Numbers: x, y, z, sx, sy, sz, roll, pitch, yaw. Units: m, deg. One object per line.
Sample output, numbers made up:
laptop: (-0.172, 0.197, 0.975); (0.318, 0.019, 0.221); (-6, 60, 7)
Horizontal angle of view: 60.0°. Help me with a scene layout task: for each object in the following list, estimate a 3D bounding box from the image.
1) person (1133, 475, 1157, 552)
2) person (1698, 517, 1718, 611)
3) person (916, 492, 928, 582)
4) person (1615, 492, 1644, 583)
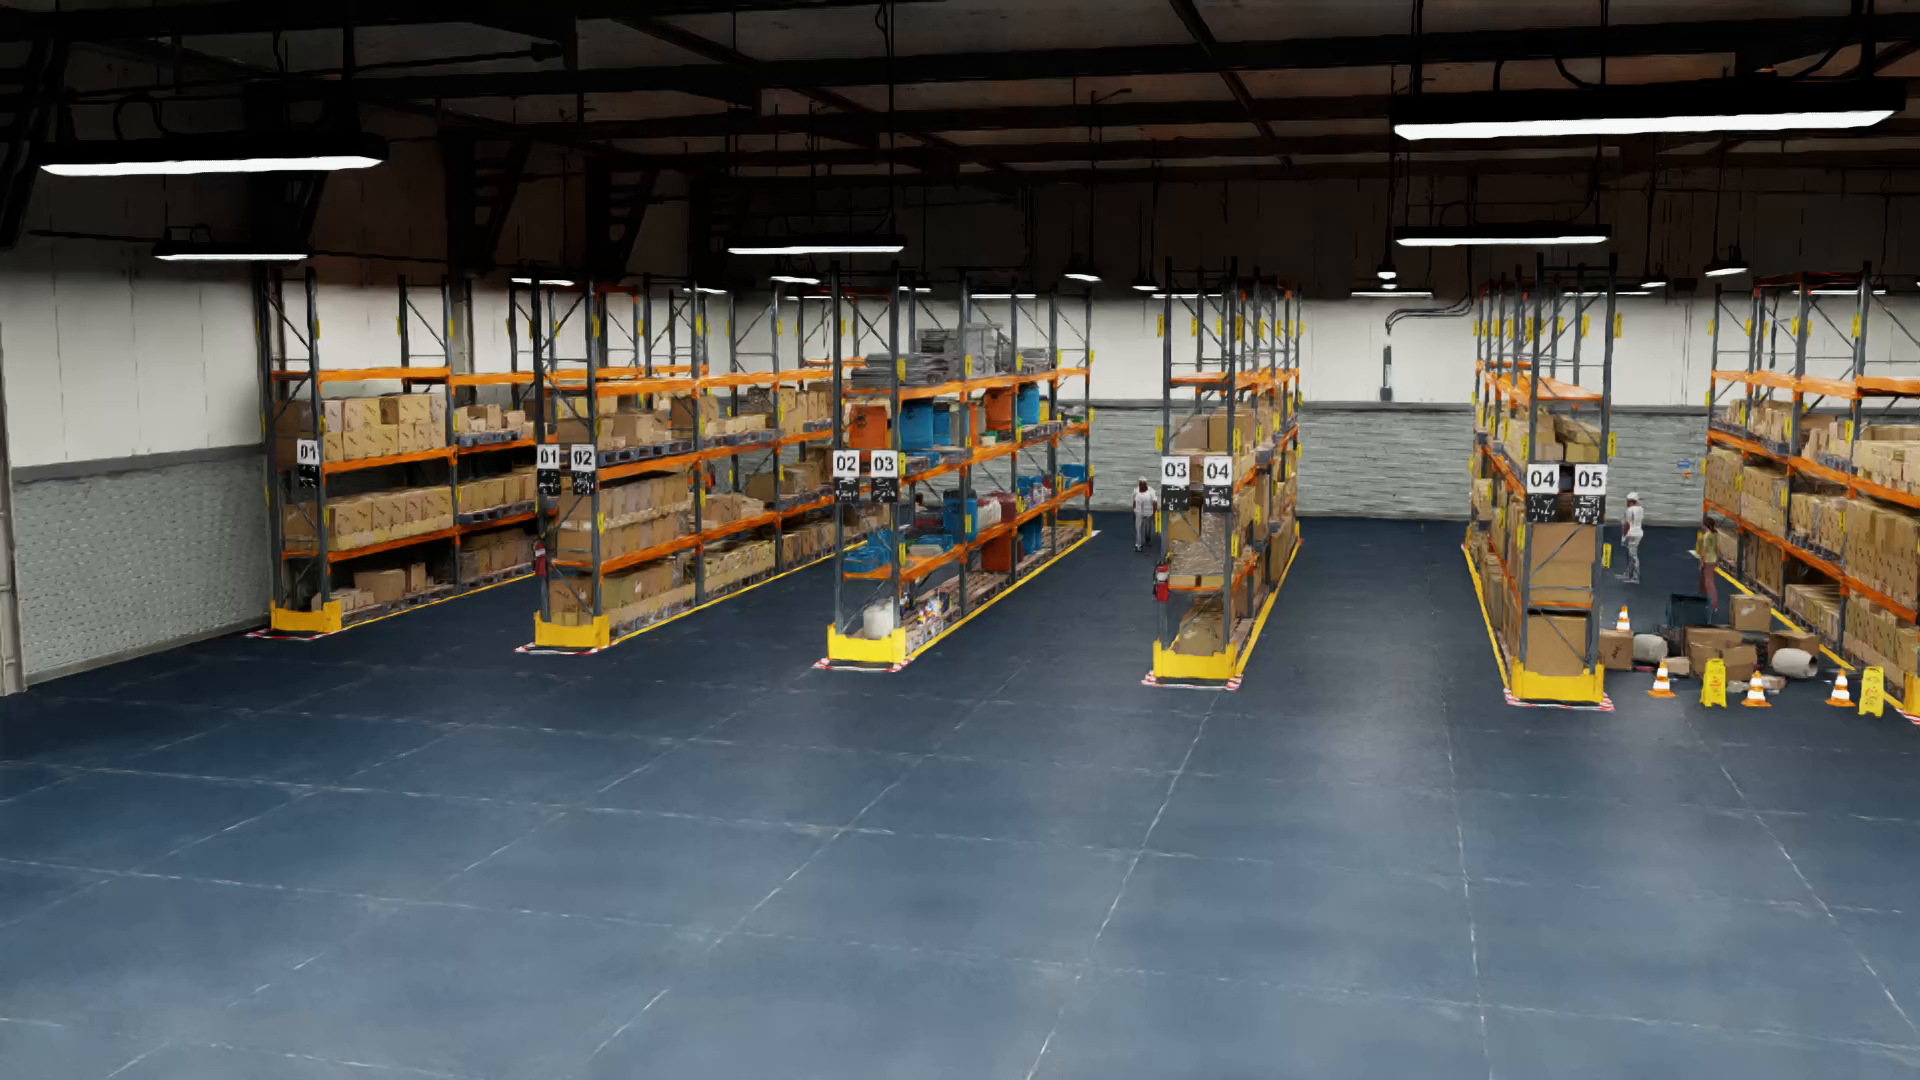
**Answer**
person: (4.165, -0.607, 37.551); (0.589, 1.716, 1.038); (2, 7, 13)
person: (13.245, 0.414, 29.560); (0.580, 1.666, 0.572); (6, 9, 39)
person: (-0.793, -0.074, 31.197); (0.551, 1.669, 0.546); (5, 9, 33)
person: (13.262, -0.068, 32.918); (0.577, 1.783, 0.662); (6, 10, 41)
